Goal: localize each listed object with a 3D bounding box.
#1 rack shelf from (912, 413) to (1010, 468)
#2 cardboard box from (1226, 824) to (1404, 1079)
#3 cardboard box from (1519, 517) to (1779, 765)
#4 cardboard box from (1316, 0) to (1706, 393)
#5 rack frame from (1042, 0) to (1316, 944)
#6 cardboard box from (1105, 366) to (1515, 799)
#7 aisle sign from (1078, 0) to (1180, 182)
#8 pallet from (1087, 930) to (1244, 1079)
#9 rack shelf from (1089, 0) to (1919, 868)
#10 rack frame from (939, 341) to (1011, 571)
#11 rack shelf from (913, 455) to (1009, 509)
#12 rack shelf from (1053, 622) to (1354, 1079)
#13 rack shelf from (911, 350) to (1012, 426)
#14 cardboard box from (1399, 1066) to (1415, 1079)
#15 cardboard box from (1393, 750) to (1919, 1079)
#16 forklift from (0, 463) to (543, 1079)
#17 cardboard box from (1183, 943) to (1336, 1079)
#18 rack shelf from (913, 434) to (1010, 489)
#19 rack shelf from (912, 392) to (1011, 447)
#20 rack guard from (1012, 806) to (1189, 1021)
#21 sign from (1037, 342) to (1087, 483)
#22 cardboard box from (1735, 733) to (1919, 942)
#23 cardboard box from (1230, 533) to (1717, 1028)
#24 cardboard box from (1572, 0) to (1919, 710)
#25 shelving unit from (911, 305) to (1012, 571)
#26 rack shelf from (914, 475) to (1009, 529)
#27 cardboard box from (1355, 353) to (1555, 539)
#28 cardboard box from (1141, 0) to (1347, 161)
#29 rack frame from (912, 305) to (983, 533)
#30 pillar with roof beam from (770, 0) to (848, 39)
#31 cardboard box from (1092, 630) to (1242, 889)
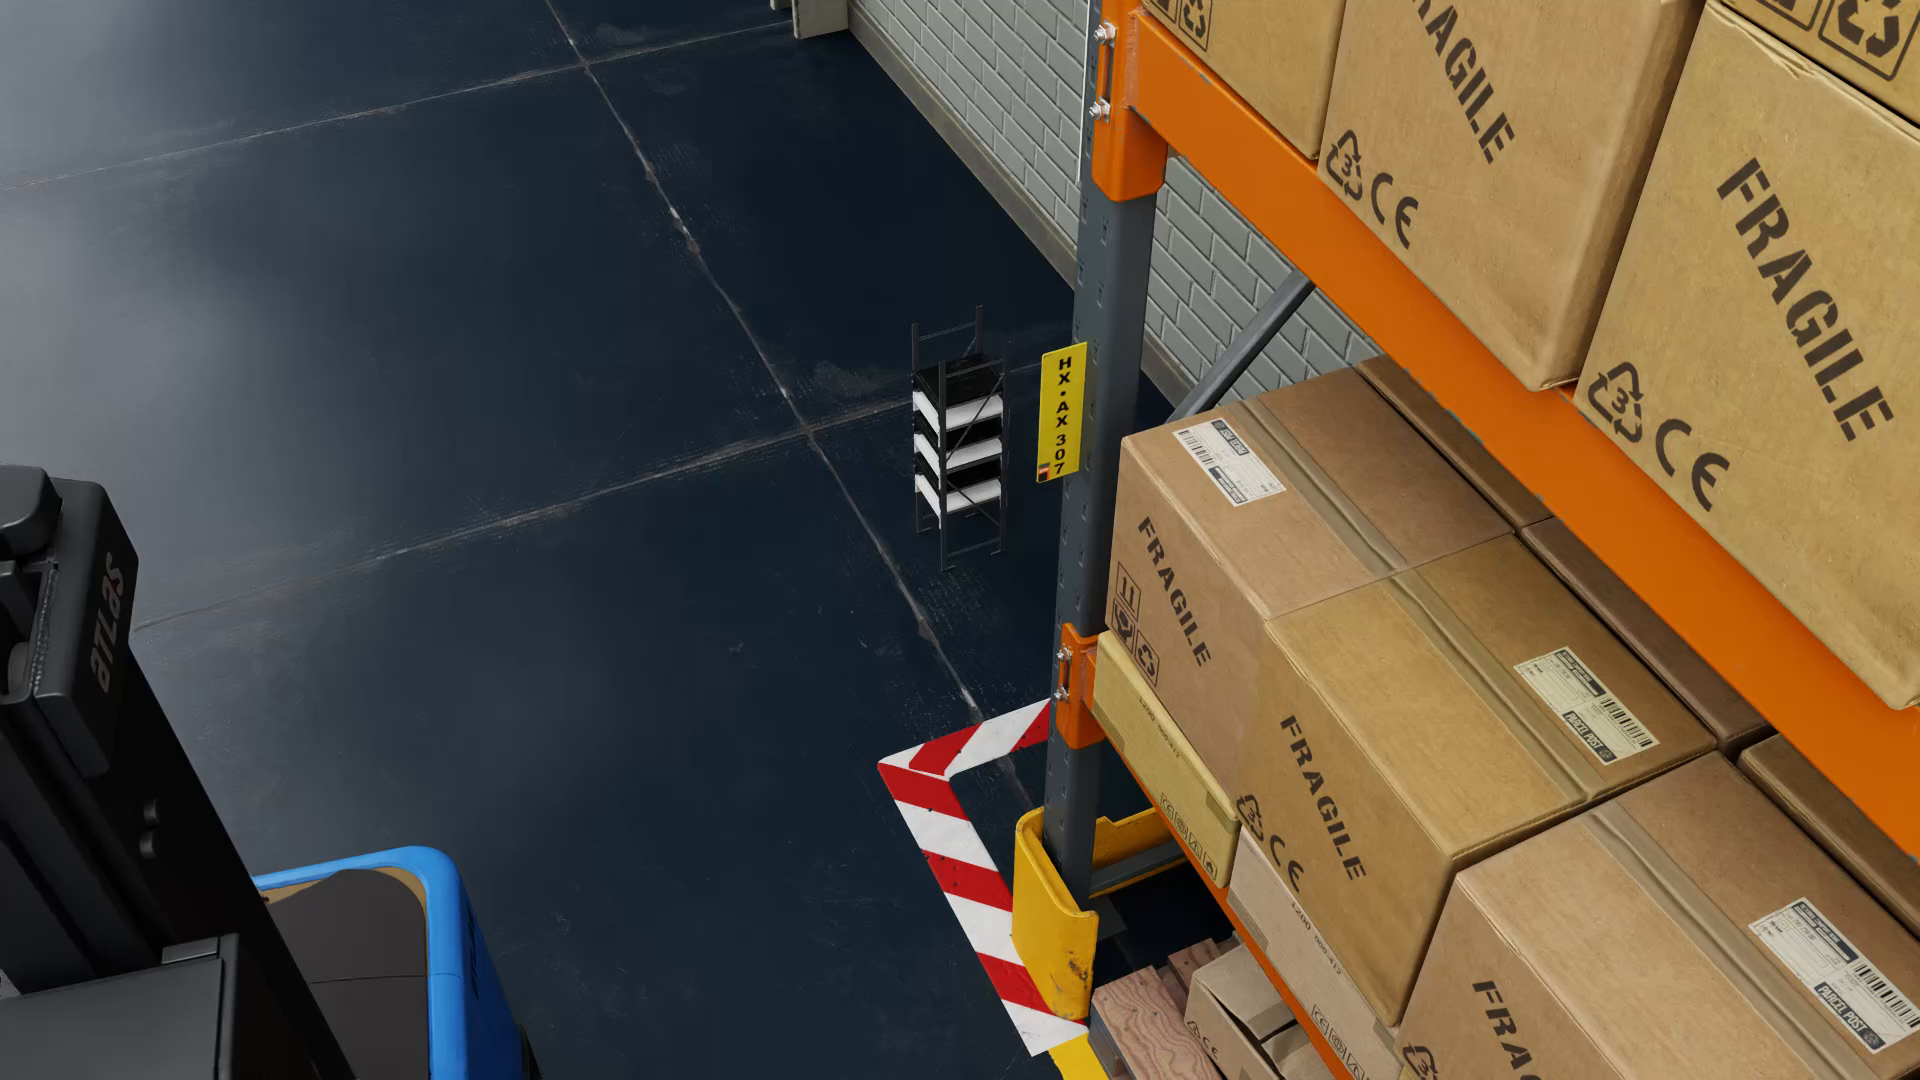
[{"bbox_3d":[0.003,-0.355,5.389,0.258,0.077,0.200,-18,47,-17],"label":"rack shelf"},{"bbox_3d":[0.841,0.680,3.018,0.500,0.250,0.500,-19,48,-19],"label":"cardboard box"},{"bbox_3d":[1.287,0.243,2.927,0.500,0.500,0.500,-17,47,-17],"label":"cardboard box"},{"bbox_3d":[0.800,-0.568,1.969,0.500,0.500,0.500,-15,47,-15],"label":"cardboard box"},{"bbox_3d":[0.693,-0.098,3.713,1.000,3.000,0.127,-18,47,-17],"label":"rack frame"},{"bbox_3d":[0.621,0.075,3.097,0.500,0.500,0.500,-18,47,-17],"label":"cardboard box"},{"bbox_3d":[0.390,-0.980,2.757,0.394,0.787,0.004,-18,47,-17],"label":"aisle sign"},{"bbox_3d":[1.034,1.472,4.108,1.003,0.211,1.213,-18,47,-17],"label":"pallet"},{"bbox_3d":[1.534,0.365,1.621,1.077,0.370,4.000,-18,47,-17],"label":"rack shelf"},{"bbox_3d":[0.046,-0.250,5.363,0.240,0.900,0.006,-18,47,-17],"label":"rack frame"},{"bbox_3d":[0.003,-0.227,5.515,0.258,0.077,0.200,-18,47,-17],"label":"rack shelf"},{"bbox_3d":[1.534,1.433,2.674,1.077,0.370,4.000,-18,47,-17],"label":"rack shelf"},{"bbox_3d":[0.003,-0.484,5.262,0.258,0.077,0.200,-18,47,-17],"label":"rack shelf"},{"bbox_3d":[1.050,1.006,2.687,0.500,0.250,0.500,-19,48,-18],"label":"cardboard box"},{"bbox_3d":[1.031,0.724,2.440,0.500,0.500,0.500,-20,48,-19],"label":"cardboard box"},{"bbox_3d":[-1.220,1.452,2.191,1.130,2.935,3.031,-10,46,-10],"label":"forklift"},{"bbox_3d":[0.902,1.170,4.029,0.500,0.311,0.500,-23,49,-22],"label":"cardboard box"},{"bbox_3d":[0.003,-0.291,5.452,0.258,0.077,0.200,-18,47,-17],"label":"rack shelf"},{"bbox_3d":[0.003,-0.420,5.326,0.258,0.077,0.200,-18,47,-17],"label":"rack shelf"},{"bbox_3d":[0.725,0.841,4.542,1.175,0.500,0.348,-18,47,-17],"label":"rack guard"},{"bbox_3d":[0.201,-0.245,3.247,0.100,0.325,0.005,-18,47,-17],"label":"sign"},{"bbox_3d":[1.508,0.571,2.594,0.500,0.500,0.500,-19,48,-18],"label":"cardboard box"},{"bbox_3d":[0.820,0.393,2.775,0.500,0.500,0.500,-18,47,-17],"label":"cardboard box"},{"bbox_3d":[1.022,-0.239,1.635,0.500,0.500,0.500,-16,47,-16],"label":"cardboard box"},{"bbox_3d":[0.003,-0.315,5.429,0.258,0.900,0.210,-18,47,-17],"label":"shelving unit"},{"bbox_3d":[0.003,-0.163,5.579,0.258,0.077,0.200,-18,47,-17],"label":"rack shelf"},{"bbox_3d":[1.084,-0.081,3.255,0.500,0.500,0.500,-19,48,-18],"label":"cardboard box"},{"bbox_3d":[0.607,-0.921,2.327,0.500,0.500,0.500,-17,47,-16],"label":"cardboard box"},{"bbox_3d":[-0.039,-0.380,5.494,0.240,0.900,0.006,-18,47,-17],"label":"rack frame"},{"bbox_3d":[-4.657,-4.595,4.000,9.100,9.000,0.400,-18,47,-17],"label":"pillar with roof beam"},{"bbox_3d":[0.610,0.353,3.349,0.500,0.250,0.500,-19,48,-19],"label":"cardboard box"}]
